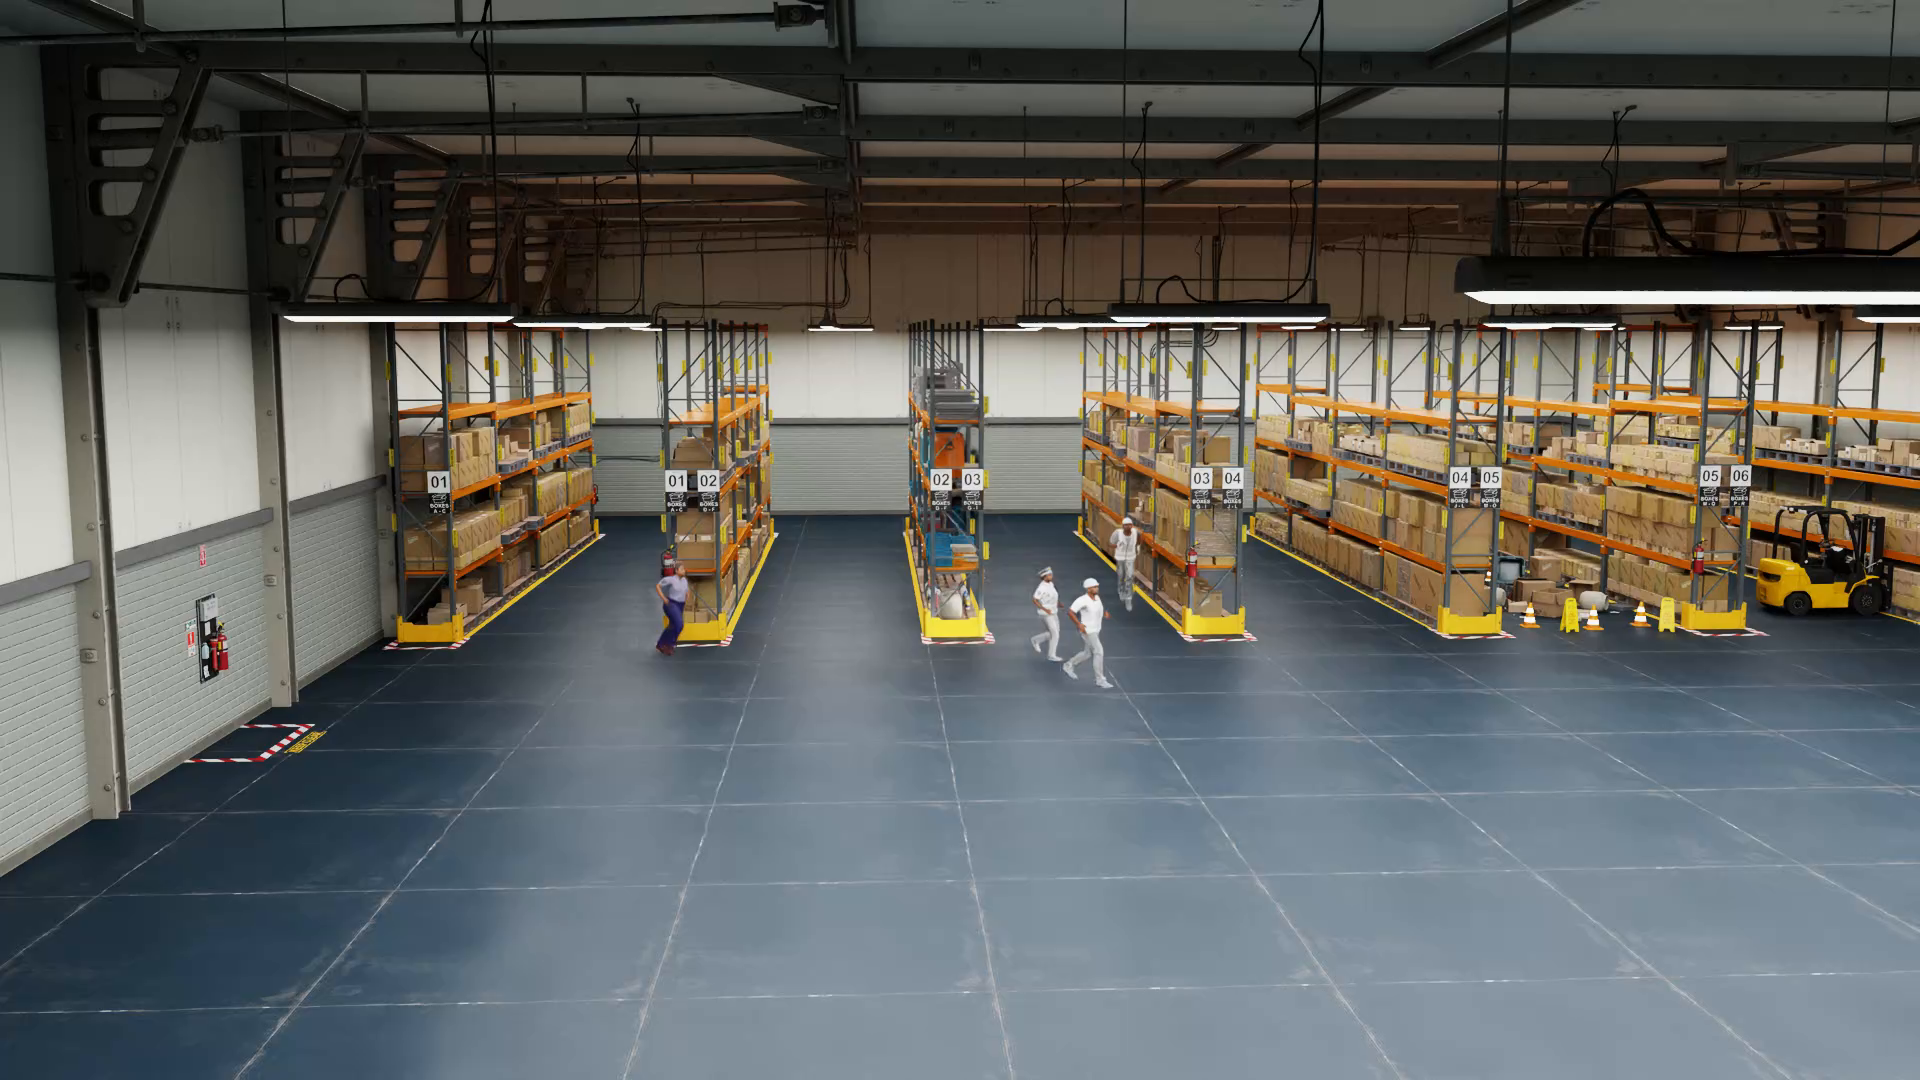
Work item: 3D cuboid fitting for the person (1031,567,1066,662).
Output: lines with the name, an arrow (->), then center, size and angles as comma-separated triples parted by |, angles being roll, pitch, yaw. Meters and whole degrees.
person -> 1.516, 1.290, 29.306 | 0.659, 1.660, 0.607 | 4, 8, 29

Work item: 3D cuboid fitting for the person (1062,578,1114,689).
person -> 2.111, 1.499, 27.142 | 0.915, 1.780, 0.682 | 3, 8, 26

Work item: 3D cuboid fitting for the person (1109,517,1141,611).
person -> 3.328, 0.450, 33.538 | 0.674, 1.863, 0.917 | 0, 7, 2

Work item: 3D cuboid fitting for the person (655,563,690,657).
person -> -5.143, 1.243, 29.877 | 0.664, 1.646, 0.651 | 4, 8, 27
